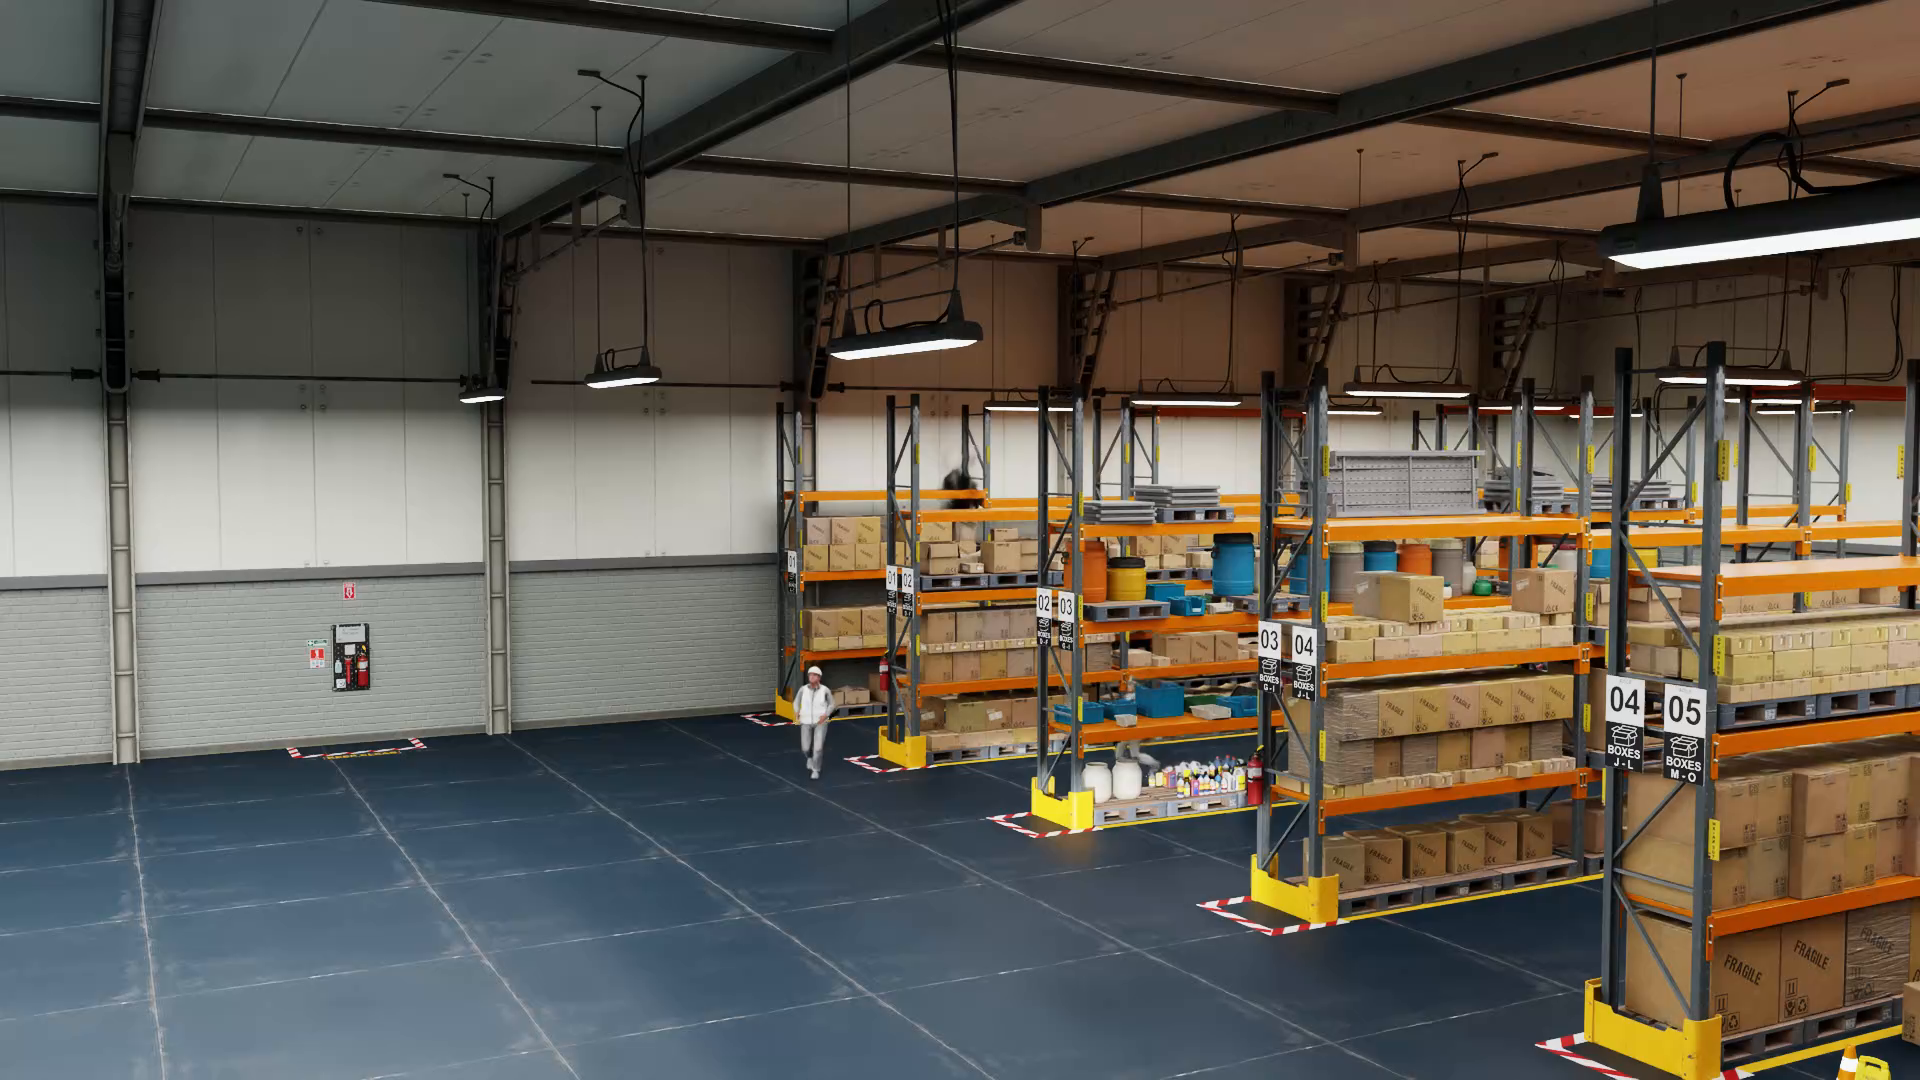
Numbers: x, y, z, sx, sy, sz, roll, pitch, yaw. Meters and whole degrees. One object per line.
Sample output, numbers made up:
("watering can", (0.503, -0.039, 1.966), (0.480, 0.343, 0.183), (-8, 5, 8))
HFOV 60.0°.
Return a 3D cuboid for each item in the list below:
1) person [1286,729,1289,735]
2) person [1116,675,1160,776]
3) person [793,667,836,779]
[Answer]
("person", (5.654, 2.828, 27.370), (0.586, 1.600, 0.593), (-3, 4, -38))
("person", (2.649, 2.889, 25.389), (0.832, 1.665, 0.626), (-2, 4, -26))
("person", (-2.284, 2.841, 25.982), (0.676, 1.726, 0.549), (0, 3, 4))
